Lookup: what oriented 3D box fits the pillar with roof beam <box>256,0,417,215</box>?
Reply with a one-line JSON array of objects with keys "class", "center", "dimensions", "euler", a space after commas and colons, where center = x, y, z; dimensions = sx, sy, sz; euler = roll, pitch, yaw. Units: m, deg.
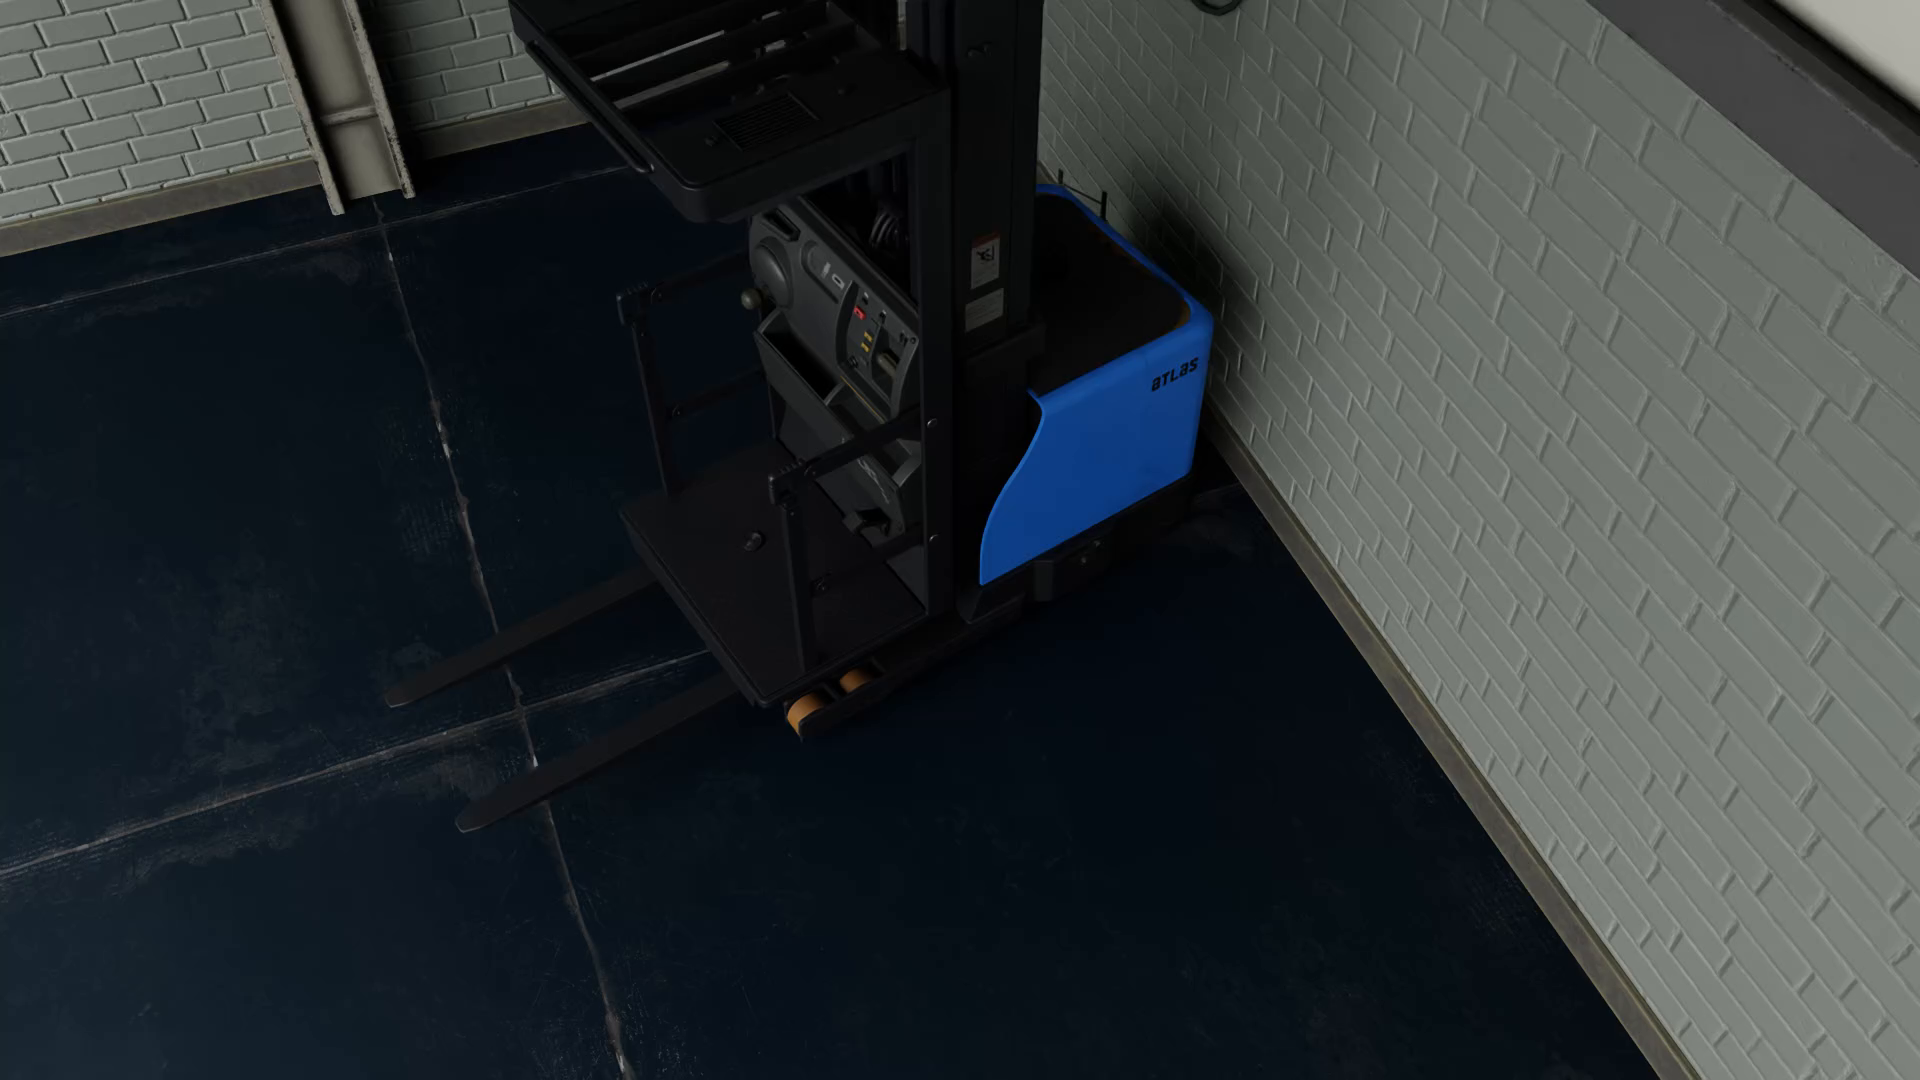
[{"class": "pillar with roof beam", "center": [-1.230, -1.618, 2.049], "dimensions": [0.400, 9.000, 9.100], "euler": [-17, 52, -14]}]

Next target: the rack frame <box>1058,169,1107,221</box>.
[{"class": "rack frame", "center": [0.490, -1.139, 6.975], "dimensions": [0.240, 0.900, 0.006], "euler": [33, 57, 25]}]

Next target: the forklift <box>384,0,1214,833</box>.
[{"class": "forklift", "center": [-0.585, -0.708, 5.266], "dimensions": [3.031, 2.935, 1.130], "euler": [-28, 55, -22]}]

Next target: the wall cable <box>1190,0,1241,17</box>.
[{"class": "wall cable", "center": [0.369, -3.546, 5.751], "dimensions": [0.112, 2.526, 3.097], "euler": [-17, 52, -14]}]

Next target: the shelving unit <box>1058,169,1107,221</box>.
[{"class": "shelving unit", "center": [0.424, -1.080, 6.925], "dimensions": [0.258, 0.900, 0.210], "euler": [33, 57, 25]}]
